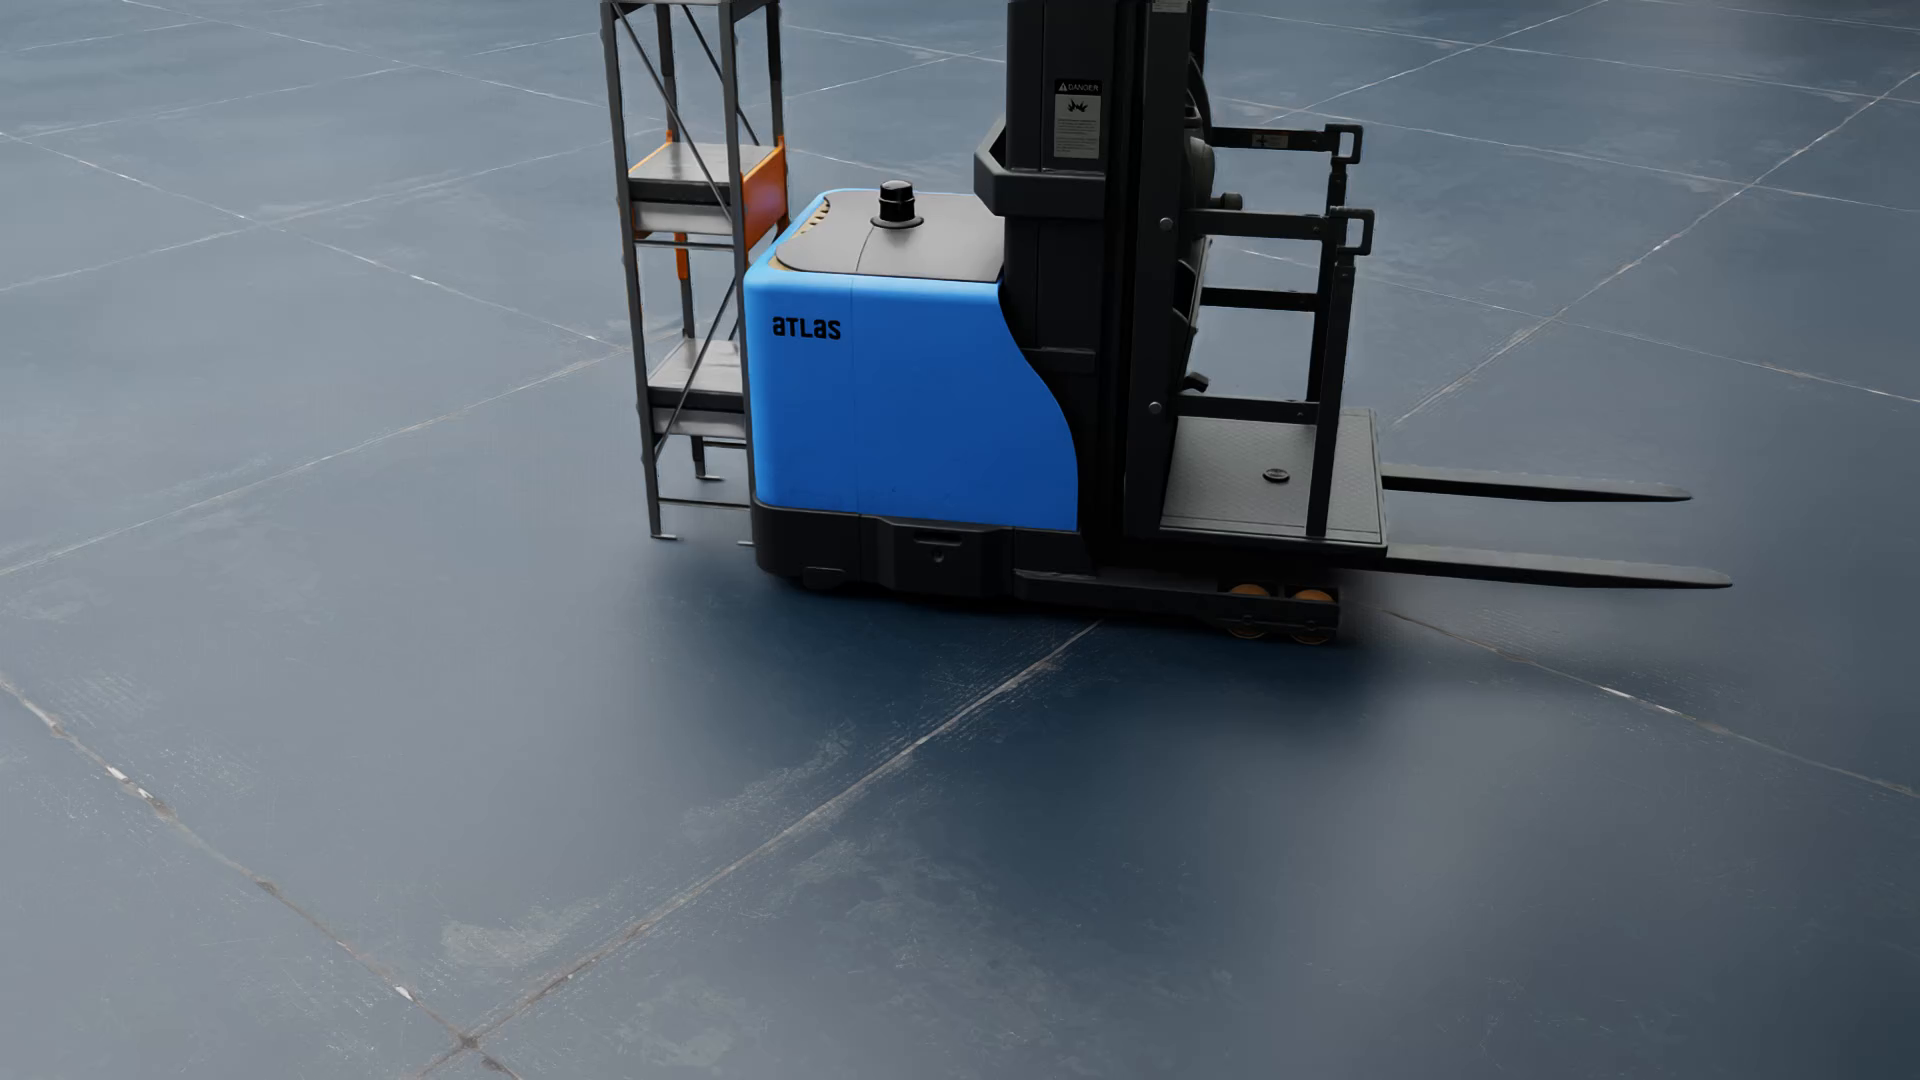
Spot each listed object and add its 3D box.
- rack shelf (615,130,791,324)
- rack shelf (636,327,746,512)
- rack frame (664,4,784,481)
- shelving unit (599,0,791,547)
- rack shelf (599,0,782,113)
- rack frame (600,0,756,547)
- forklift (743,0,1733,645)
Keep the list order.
[{"bbox_3d":[-0.828,-1.024,5.474,0.431,0.518,0.480,5,28,9],"label":"rack shelf"},{"bbox_3d":[-0.828,-0.402,5.796,0.431,0.518,0.480,5,28,9],"label":"rack shelf"},{"bbox_3d":[-0.784,-1.147,5.681,0.400,2.100,0.015,5,28,9],"label":"rack frame"},{"bbox_3d":[-0.828,-1.036,5.468,0.431,2.100,0.503,5,28,9],"label":"shelving unit"},{"bbox_3d":[-0.828,-1.646,5.153,0.431,0.518,0.480,5,28,9],"label":"rack shelf"},{"bbox_3d":[-0.873,-0.926,5.255,0.400,2.100,0.015,5,28,9],"label":"rack frame"},{"bbox_3d":[0.897,-1.244,4.966,3.031,2.935,1.130,5,28,9],"label":"forklift"}]
